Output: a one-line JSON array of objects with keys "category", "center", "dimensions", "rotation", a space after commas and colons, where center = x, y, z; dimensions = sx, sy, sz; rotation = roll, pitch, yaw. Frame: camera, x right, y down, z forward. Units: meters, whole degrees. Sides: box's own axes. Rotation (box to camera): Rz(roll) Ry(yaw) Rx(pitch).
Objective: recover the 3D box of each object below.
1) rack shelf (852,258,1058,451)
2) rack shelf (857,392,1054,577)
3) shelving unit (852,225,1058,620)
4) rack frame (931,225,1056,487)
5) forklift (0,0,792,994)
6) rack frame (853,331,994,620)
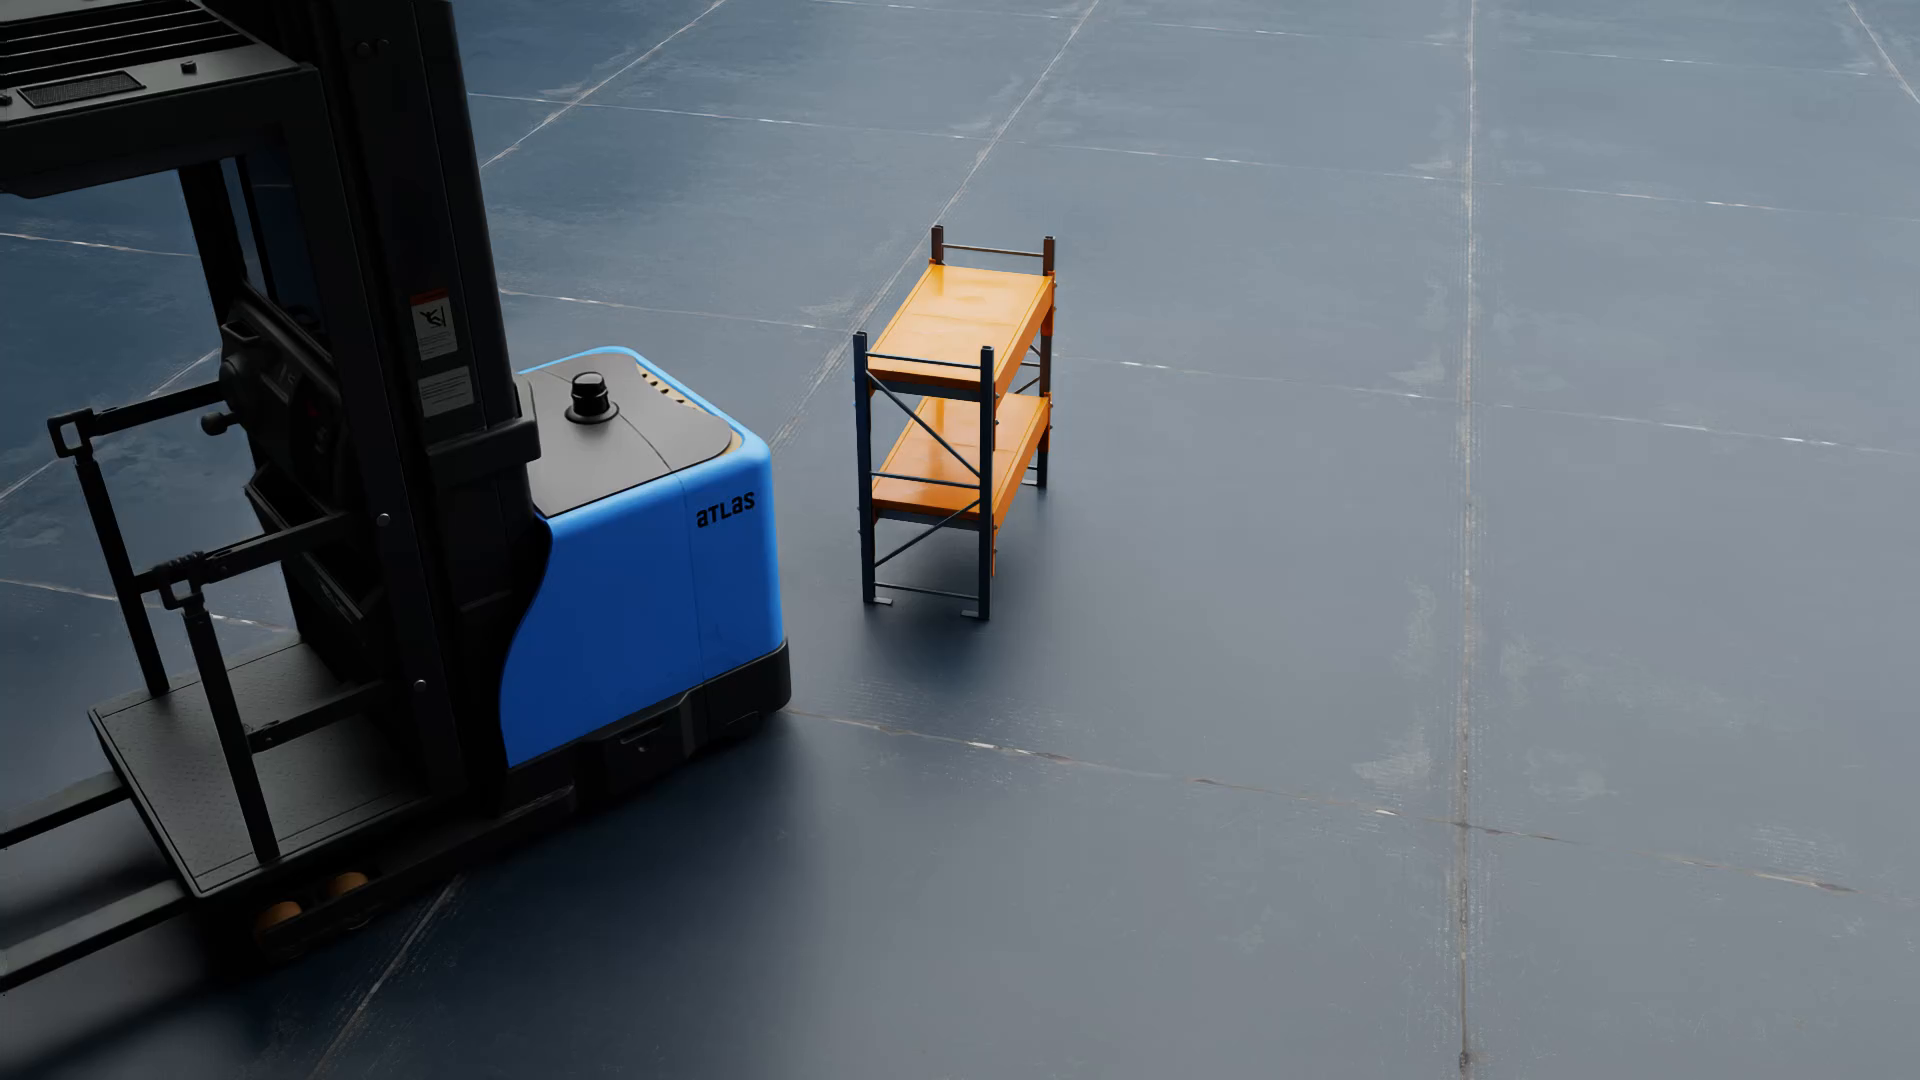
[{"category": "rack shelf", "center": [0.002, -0.725, 6.297], "dimensions": [0.538, 0.278, 1.000], "rotation": [8, 33, 12]}, {"category": "rack shelf", "center": [0.002, -0.272, 6.585], "dimensions": [0.538, 0.278, 1.000], "rotation": [8, 33, 12]}, {"category": "shelving unit", "center": [0.002, -0.478, 6.454], "dimensions": [0.538, 1.125, 1.048], "rotation": [8, 33, 12]}, {"category": "rack frame", "center": [0.131, -0.742, 6.869], "dimensions": [0.500, 1.125, 0.032], "rotation": [8, 33, 12]}, {"category": "forklift", "center": [-2.050, -0.338, 4.550], "dimensions": [3.031, 2.935, 1.130], "rotation": [-23, 39, -32]}, {"category": "rack frame", "center": [-0.127, -0.214, 6.039], "dimensions": [0.500, 1.125, 0.032], "rotation": [8, 33, 12]}]
